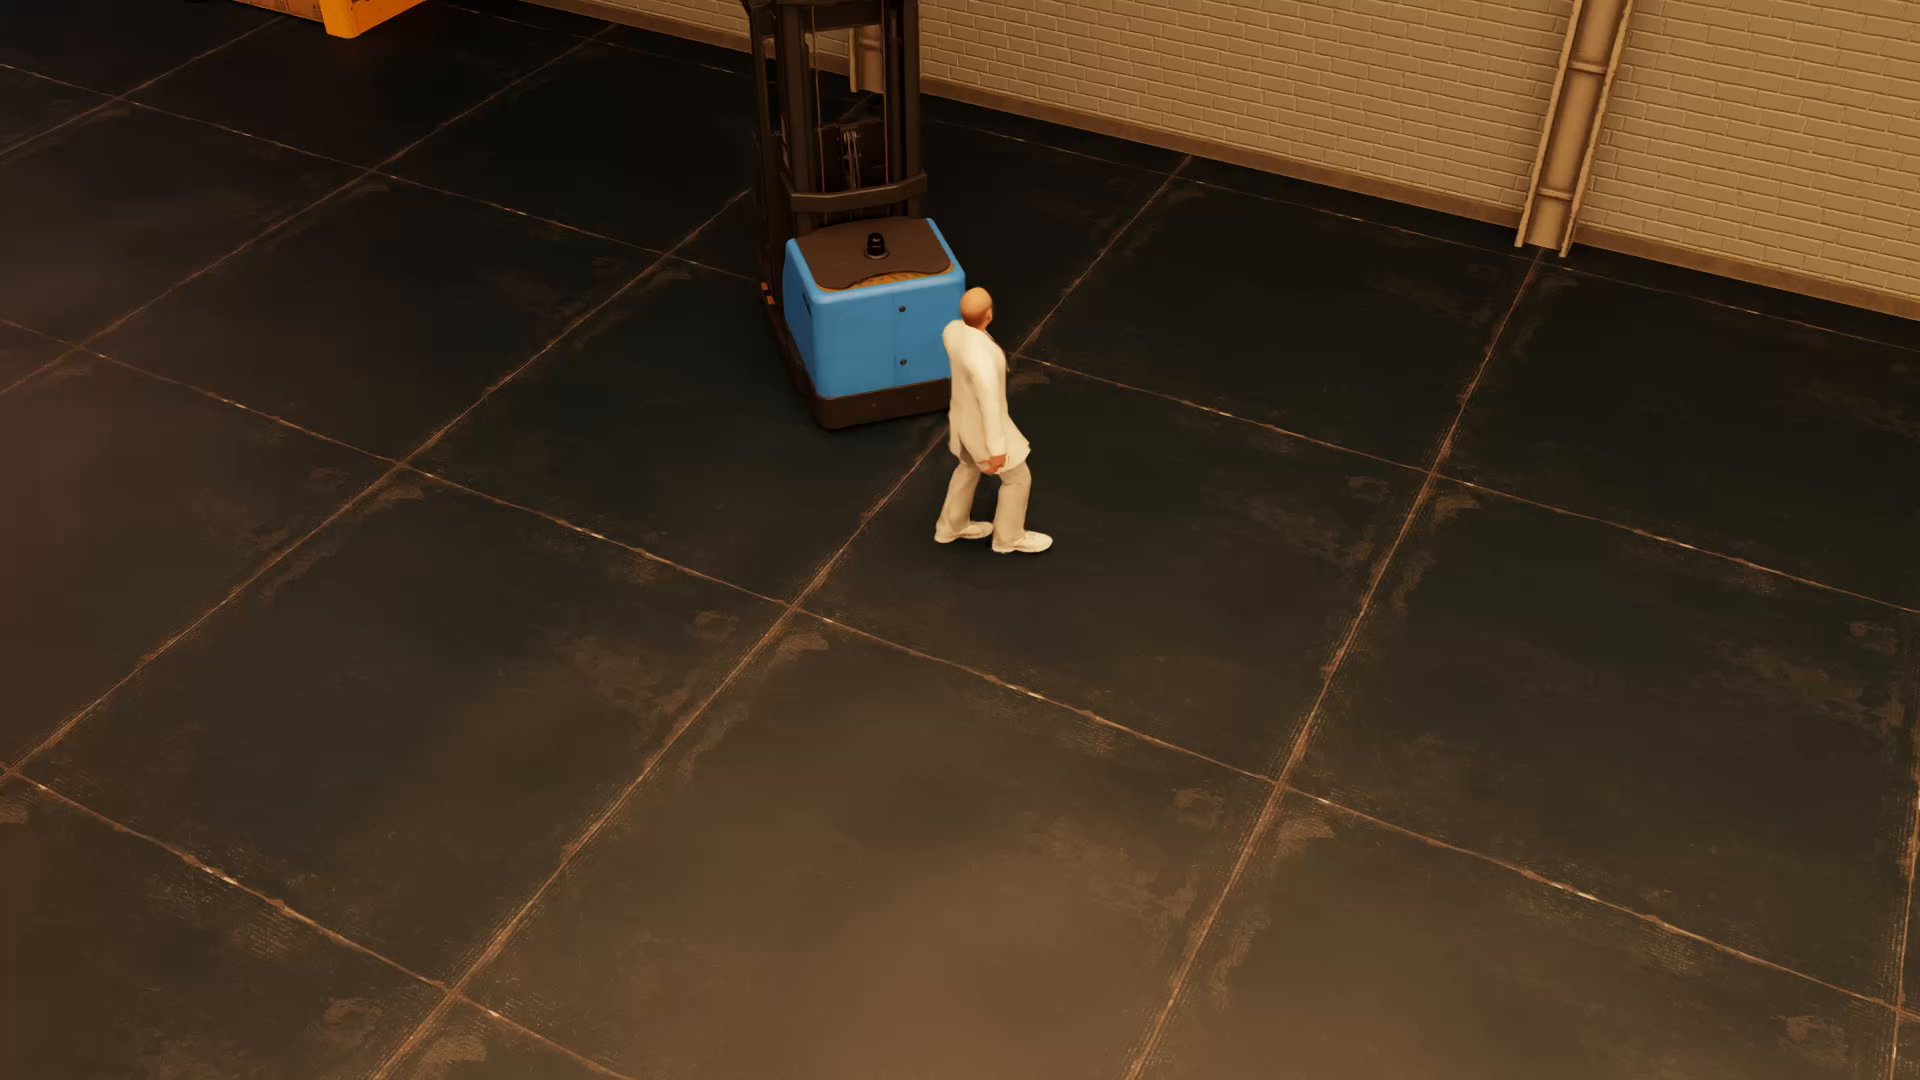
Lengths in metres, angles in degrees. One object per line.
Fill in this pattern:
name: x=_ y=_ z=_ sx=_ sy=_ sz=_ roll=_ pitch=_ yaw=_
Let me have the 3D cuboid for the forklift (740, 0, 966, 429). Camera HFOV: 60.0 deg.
forklift: x=-0.874 y=-2.816 z=11.330 sx=1.130 sy=2.935 sz=3.031 roll=-11 pitch=41 yaw=-13

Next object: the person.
person: x=0.152 y=-0.695 z=9.740 sx=0.604 sy=1.748 sz=0.719 roll=-19 pitch=44 yaw=-21
